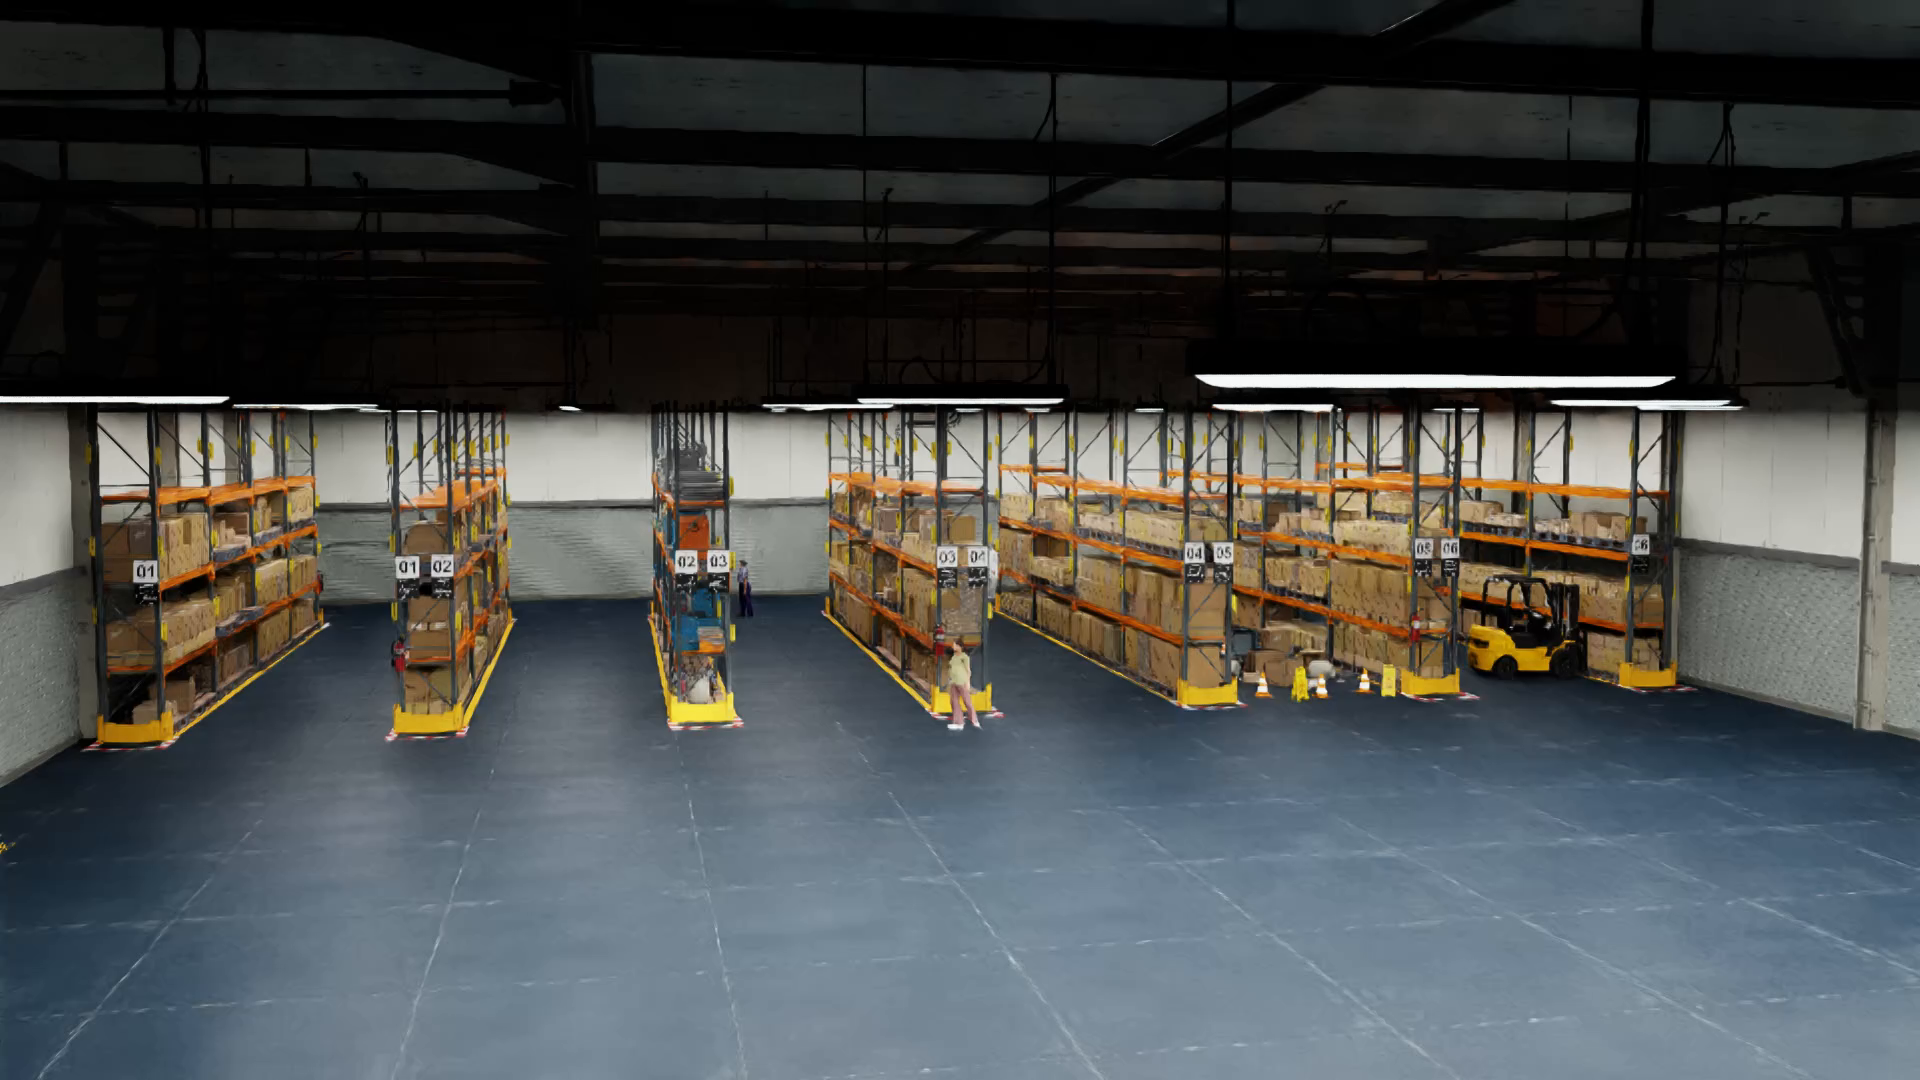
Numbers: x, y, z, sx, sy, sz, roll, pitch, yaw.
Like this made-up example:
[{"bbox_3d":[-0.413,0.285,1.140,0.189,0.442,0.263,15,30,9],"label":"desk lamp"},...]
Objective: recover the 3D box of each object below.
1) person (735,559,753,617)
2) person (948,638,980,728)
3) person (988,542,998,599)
[{"bbox_3d":[-6.117,1.351,47.039,0.463,1.644,0.596,-1,4,-14],"label":"person"},{"bbox_3d":[0.068,2.610,30.399,0.543,1.664,0.566,-4,6,-39],"label":"person"},{"bbox_3d":[1.019,0.942,51.560,0.533,1.770,0.759,2,5,24],"label":"person"}]
